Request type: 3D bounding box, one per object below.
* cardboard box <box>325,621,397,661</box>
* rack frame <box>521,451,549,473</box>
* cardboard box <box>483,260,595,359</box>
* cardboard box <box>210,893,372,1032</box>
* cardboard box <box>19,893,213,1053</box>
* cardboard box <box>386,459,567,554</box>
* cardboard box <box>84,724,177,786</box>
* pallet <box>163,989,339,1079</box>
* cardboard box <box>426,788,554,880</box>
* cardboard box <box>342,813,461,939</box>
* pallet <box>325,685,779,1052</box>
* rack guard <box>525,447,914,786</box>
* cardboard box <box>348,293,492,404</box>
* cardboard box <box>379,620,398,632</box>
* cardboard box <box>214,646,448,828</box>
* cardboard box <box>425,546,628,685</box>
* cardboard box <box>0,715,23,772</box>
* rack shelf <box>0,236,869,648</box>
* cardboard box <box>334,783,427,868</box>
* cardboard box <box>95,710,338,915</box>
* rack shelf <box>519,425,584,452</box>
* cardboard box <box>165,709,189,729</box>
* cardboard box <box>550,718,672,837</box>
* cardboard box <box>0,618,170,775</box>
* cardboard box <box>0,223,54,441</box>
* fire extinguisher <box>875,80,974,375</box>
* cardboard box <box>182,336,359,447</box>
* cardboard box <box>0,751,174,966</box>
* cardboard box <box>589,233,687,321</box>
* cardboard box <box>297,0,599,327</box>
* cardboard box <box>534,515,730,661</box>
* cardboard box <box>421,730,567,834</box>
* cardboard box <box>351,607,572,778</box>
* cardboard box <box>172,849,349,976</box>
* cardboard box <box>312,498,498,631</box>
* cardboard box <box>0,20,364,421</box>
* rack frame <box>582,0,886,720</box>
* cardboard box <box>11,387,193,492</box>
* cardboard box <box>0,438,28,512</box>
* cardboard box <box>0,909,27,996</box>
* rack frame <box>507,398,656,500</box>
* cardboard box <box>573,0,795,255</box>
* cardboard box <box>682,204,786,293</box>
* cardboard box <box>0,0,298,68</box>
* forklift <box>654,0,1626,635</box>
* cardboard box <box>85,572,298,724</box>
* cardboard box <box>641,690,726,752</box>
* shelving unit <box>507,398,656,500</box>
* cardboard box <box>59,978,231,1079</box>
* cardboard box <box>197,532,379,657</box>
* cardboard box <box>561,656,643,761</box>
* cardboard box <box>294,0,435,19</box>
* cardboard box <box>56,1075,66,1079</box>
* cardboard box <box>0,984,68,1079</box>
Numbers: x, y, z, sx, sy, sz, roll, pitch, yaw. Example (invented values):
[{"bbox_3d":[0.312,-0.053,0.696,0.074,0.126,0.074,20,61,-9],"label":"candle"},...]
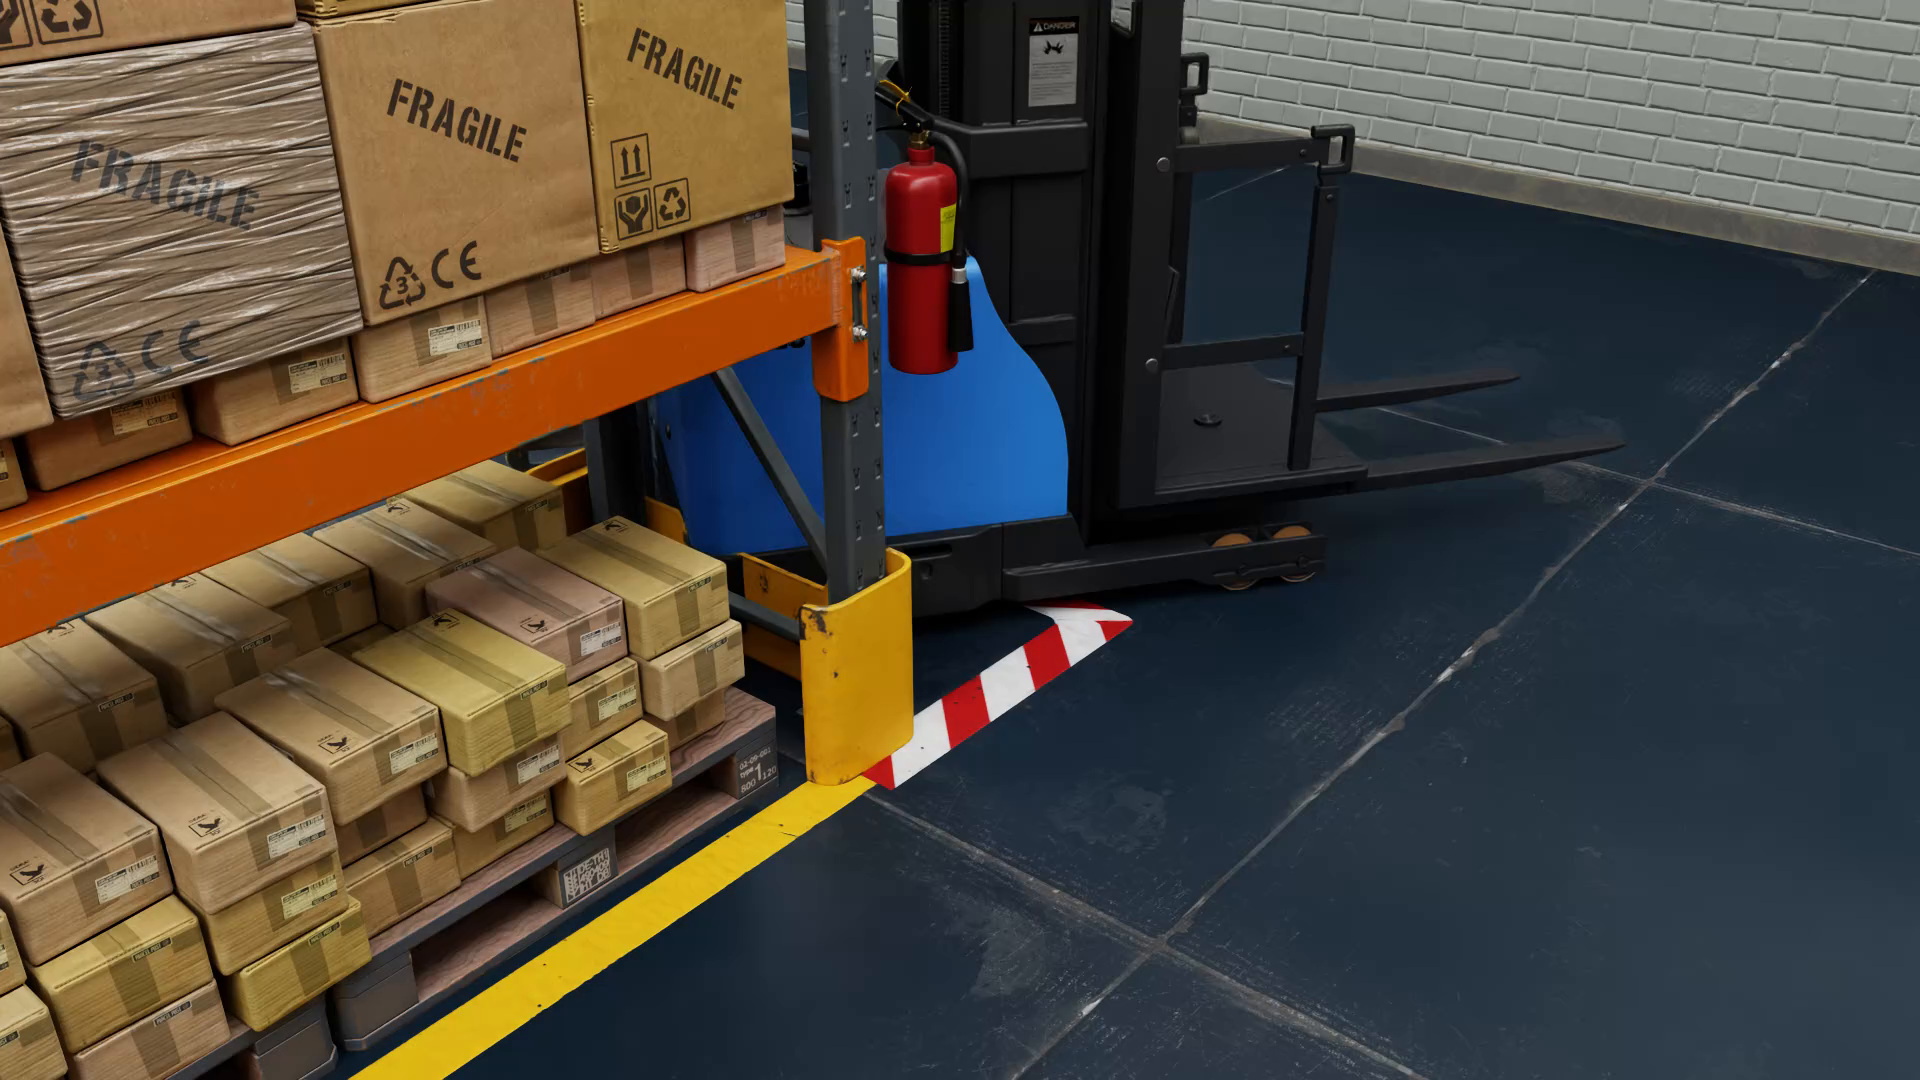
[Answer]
[{"bbox_3d":[-1.441,0.277,3.771,0.380,0.149,0.250,21,34,35],"label":"cardboard box"},{"bbox_3d":[-1.261,-0.836,5.235,0.400,1.500,0.023,-7,28,-12],"label":"rack frame"},{"bbox_3d":[-0.929,-0.494,3.214,0.380,0.149,0.250,20,34,34],"label":"cardboard box"},{"bbox_3d":[-1.359,0.742,3.196,0.380,0.149,0.250,19,33,32],"label":"cardboard box"},{"bbox_3d":[-1.546,0.701,2.952,0.380,0.149,0.250,23,35,37],"label":"cardboard box"},{"bbox_3d":[-1.200,-0.072,4.124,0.380,0.149,0.250,19,33,32],"label":"cardboard box"},{"bbox_3d":[-1.783,0.458,3.421,0.380,0.149,0.250,19,33,32],"label":"cardboard box"},{"bbox_3d":[-1.973,0.999,3.088,1.003,0.211,1.213,21,34,34],"label":"pallet"},{"bbox_3d":[-1.098,0.542,3.583,0.380,0.149,0.250,21,34,34],"label":"cardboard box"},{"bbox_3d":[-1.245,0.634,3.406,0.380,0.149,0.250,21,34,35],"label":"cardboard box"},{"bbox_3d":[-1.197,0.569,3.921,1.003,0.211,1.213,21,34,34],"label":"pallet"},{"bbox_3d":[-0.653,0.163,4.391,1.175,0.500,0.348,21,34,34],"label":"rack guard"},{"bbox_3d":[-1.073,-0.397,3.026,0.380,0.149,0.250,22,34,36],"label":"cardboard box"},{"bbox_3d":[-1.354,0.165,3.989,0.380,0.149,0.250,21,34,34],"label":"cardboard box"},{"bbox_3d":[-1.230,0.377,3.254,0.380,0.149,0.250,19,33,32],"label":"cardboard box"},{"bbox_3d":[-0.950,0.175,3.645,0.380,0.149,0.250,22,34,35],"label":"cardboard box"},{"bbox_3d":[-2.022,0.400,3.210,0.380,0.149,0.250,21,34,35],"label":"cardboard box"},{"bbox_3d":[-1.877,0.054,2.663,1.077,0.370,4.000,21,34,34],"label":"rack shelf"},{"bbox_3d":[-1.300,0.494,3.353,0.380,0.149,0.250,20,34,34],"label":"cardboard box"},{"bbox_3d":[-1.358,0.489,3.038,0.380,0.149,0.250,22,35,36],"label":"cardboard box"},{"bbox_3d":[-1.172,-0.447,5.036,0.332,0.071,0.664,-7,28,-12],"label":"rack shelf"},{"bbox_3d":[-1.688,0.336,3.657,0.380,0.149,0.250,22,35,36],"label":"cardboard box"},{"bbox_3d":[-0.864,0.474,3.715,0.380,0.149,0.250,22,35,36],"label":"cardboard box"},{"bbox_3d":[-1.819,0.320,3.365,0.380,0.149,0.250,22,35,36],"label":"cardboard box"},{"bbox_3d":[-1.664,-0.379,2.285,0.500,0.500,0.500,23,35,37],"label":"cardboard box"},{"bbox_3d":[-0.088,-0.729,3.884,0.296,0.674,0.183,21,34,34],"label":"fire extinguisher"},{"bbox_3d":[-1.264,-0.312,2.862,0.380,0.149,0.250,19,33,32],"label":"cardboard box"},{"bbox_3d":[-1.611,0.550,2.920,0.380,0.149,0.250,19,33,33],"label":"cardboard box"},{"bbox_3d":[-0.781,-0.587,3.394,0.380,0.149,0.250,21,34,34],"label":"cardboard box"},{"bbox_3d":[-1.023,-0.735,2.974,0.500,0.500,0.500,20,33,34],"label":"cardboard box"},{"bbox_3d":[-0.746,0.103,3.785,0.380,0.149,0.250,21,34,35],"label":"cardboard box"},{"bbox_3d":[-1.049,0.429,3.479,0.380,0.149,0.250,19,33,32],"label":"cardboard box"},{"bbox_3d":[-1.017,0.304,3.396,0.380,0.149,0.250,20,33,33],"label":"cardboard box"},{"bbox_3d":[-1.369,0.616,3.117,0.380,0.149,0.250,21,34,35],"label":"cardboard box"},{"bbox_3d":[-1.283,0.061,3.867,0.380,0.149,0.250,21,34,35],"label":"cardboard box"},{"bbox_3d":[-1.338,-0.553,2.621,0.500,0.500,0.500,21,34,35],"label":"cardboard box"},{"bbox_3d":[-0.605,-0.974,3.869,1.000,3.000,0.127,21,34,34],"label":"rack frame"},{"bbox_3d":[-1.481,-0.234,2.710,0.380,0.149,0.250,19,33,32],"label":"cardboard box"},{"bbox_3d":[-1.637,-0.135,2.519,0.380,0.149,0.250,21,34,35],"label":"cardboard box"},{"bbox_3d":[-1.756,0.651,2.725,0.380,0.149,0.250,21,34,35],"label":"cardboard box"},{"bbox_3d":[-1.083,-0.510,4.604,0.400,1.500,0.023,-7,28,-12],"label":"rack frame"},{"bbox_3d":[-0.692,-0.916,3.324,0.500,0.500,0.500,22,34,35],"label":"cardboard box"},{"bbox_3d":[-0.594,-0.665,3.543,0.380,0.149,0.250,21,34,34],"label":"cardboard box"},{"bbox_3d":[-1.350,-0.993,2.385,0.500,0.500,0.500,23,35,37],"label":"cardboard box"},{"bbox_3d":[0.604,-1.350,4.739,3.031,2.867,1.129,-7,28,-14],"label":"forklift"},{"bbox_3d":[-1.636,0.225,3.550,0.380,0.149,0.250,19,33,32],"label":"cardboard box"},{"bbox_3d":[-0.778,0.353,3.949,0.380,0.149,0.250,21,34,35],"label":"cardboard box"},{"bbox_3d":[-1.172,-0.673,4.919,0.431,1.500,0.755,-7,28,-12],"label":"shelving unit"},{"bbox_3d":[-1.549,0.833,3.020,0.380,0.149,0.250,22,34,35],"label":"cardboard box"},{"bbox_3d":[-1.542,0.112,3.766,0.380,0.149,0.250,21,34,34],"label":"cardboard box"},{"bbox_3d":[-0.928,0.321,3.687,0.380,0.149,0.250,20,33,33],"label":"cardboard box"},{"bbox_3d":[-1.026,-1.180,2.746,0.500,0.500,0.500,19,33,33],"label":"cardboard box"},{"bbox_3d":[-1.767,0.901,2.889,0.380,0.149,0.250,22,34,36],"label":"cardboard box"},{"bbox_3d":[-1.700,0.807,2.747,0.380,0.149,0.250,21,34,35],"label":"cardboard box"}]
